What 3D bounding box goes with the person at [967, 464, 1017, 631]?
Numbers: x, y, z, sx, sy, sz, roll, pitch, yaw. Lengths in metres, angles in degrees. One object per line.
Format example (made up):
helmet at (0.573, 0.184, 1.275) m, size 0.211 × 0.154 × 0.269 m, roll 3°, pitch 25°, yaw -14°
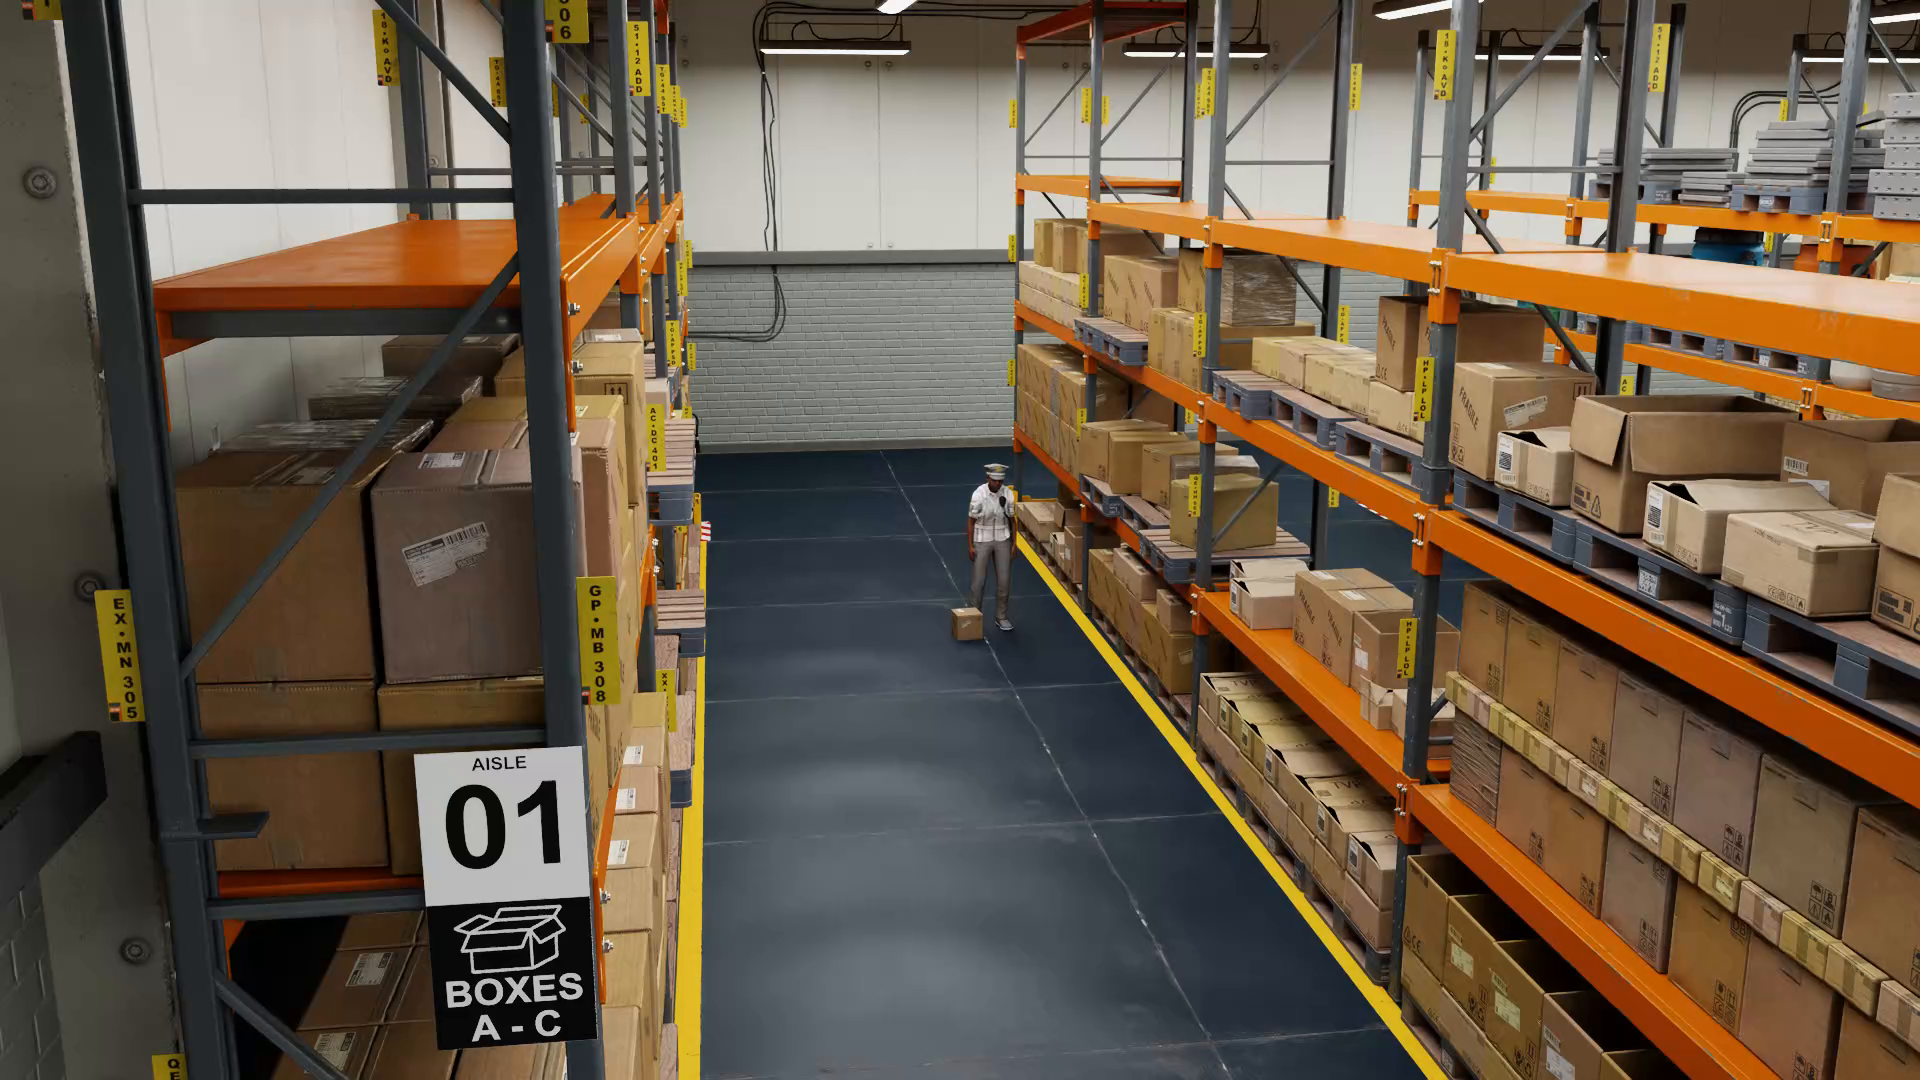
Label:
person at (0.309, 0.061, 16.234) m, size 0.507 × 1.658 × 0.392 m, roll -2°, pitch 13°, yaw -10°
